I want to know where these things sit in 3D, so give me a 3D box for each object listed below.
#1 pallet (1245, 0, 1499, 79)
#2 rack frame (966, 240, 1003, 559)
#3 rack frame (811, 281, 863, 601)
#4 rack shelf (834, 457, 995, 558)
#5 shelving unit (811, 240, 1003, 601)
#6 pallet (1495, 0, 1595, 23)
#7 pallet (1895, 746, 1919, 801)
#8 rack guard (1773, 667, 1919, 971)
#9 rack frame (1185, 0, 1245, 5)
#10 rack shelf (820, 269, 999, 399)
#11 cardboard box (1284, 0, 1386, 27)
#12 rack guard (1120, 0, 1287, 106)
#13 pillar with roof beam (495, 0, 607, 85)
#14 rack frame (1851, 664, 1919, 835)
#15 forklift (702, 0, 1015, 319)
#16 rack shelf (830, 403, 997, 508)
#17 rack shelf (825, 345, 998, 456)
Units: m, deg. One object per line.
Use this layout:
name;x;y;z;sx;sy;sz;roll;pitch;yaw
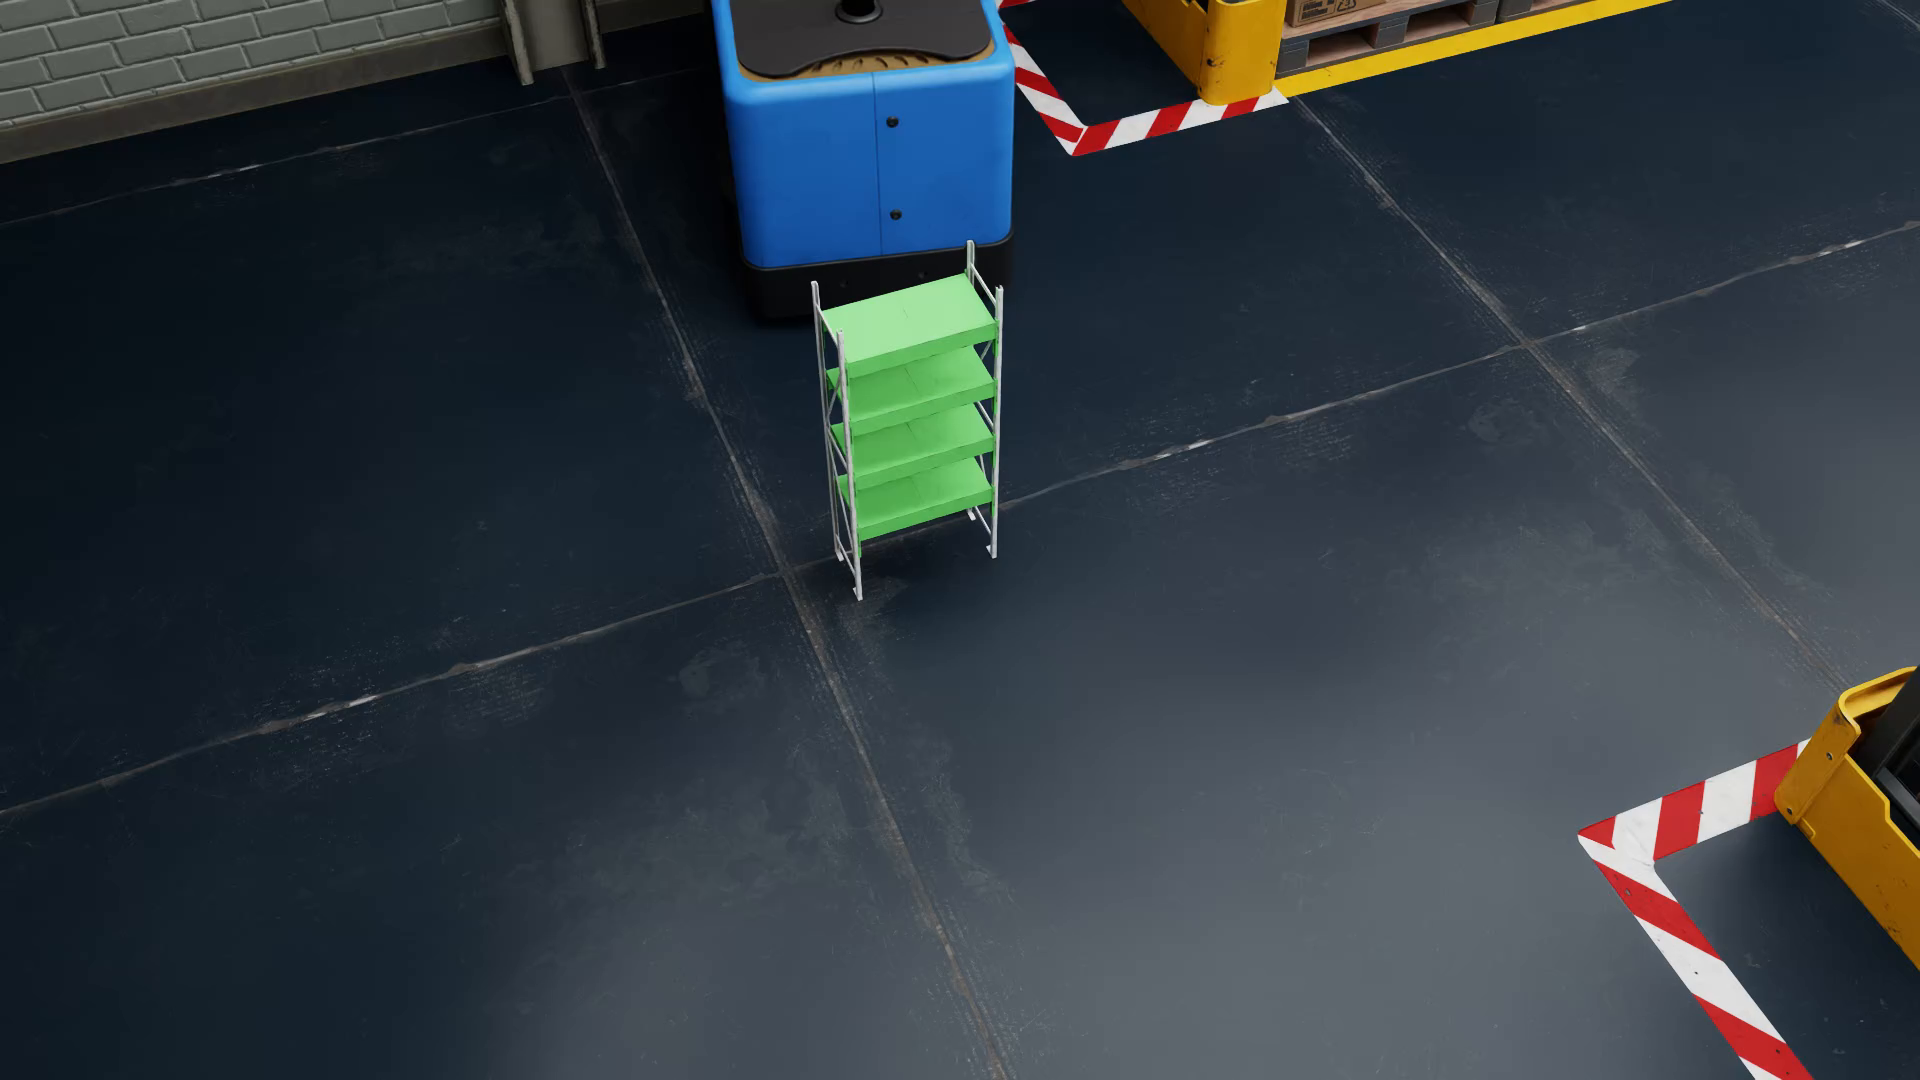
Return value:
pallet;1.789;-2.678;7.911;1.213;0.211;1.003;-17;52;-14
rack frame;0.073;-0.413;5.314;0.015;1.200;0.240;-17;52;-14
rack frame;-0.379;-0.273;5.194;0.015;1.200;0.240;-17;52;-14
rack shelf;-0.153;-0.145;5.485;0.480;0.148;0.258;-17;52;-14
shelving unit;-0.153;-0.343;5.254;0.503;1.200;0.258;-17;52;-14
pallet;2.917;-3.025;8.209;1.213;0.211;1.003;-17;52;-14
pallet;3.572;0.774;4.946;1.213;0.211;1.003;-17;52;-14
rack guard;2.839;0.971;4.586;0.348;0.500;1.175;-17;52;-14
rack frame;0.981;-3.335;6.637;0.127;3.000;1.000;-17;52;-14
rack shelf;-0.153;-0.614;4.938;0.480;0.148;0.258;-17;52;-14
cardboard box;1.583;-2.768;7.518;0.637;0.503;0.797;-19;52;-16
rack guard;1.052;-2.543;7.604;0.348;0.500;1.175;-17;52;-14
pillar with roof beam;-0.228;-2.126;1.644;0.400;9.000;9.100;-17;52;-14
rack frame;2.861;0.150;3.644;0.127;3.000;1.000;-17;52;-14
forklift;-0.549;-2.945;6.347;1.130;2.935;3.031;-7;50;-6
rack shelf;-0.153;-0.302;5.302;0.480;0.148;0.258;-17;52;-14
rack shelf;-0.153;-0.458;5.120;0.480;0.148;0.258;-17;52;-14
